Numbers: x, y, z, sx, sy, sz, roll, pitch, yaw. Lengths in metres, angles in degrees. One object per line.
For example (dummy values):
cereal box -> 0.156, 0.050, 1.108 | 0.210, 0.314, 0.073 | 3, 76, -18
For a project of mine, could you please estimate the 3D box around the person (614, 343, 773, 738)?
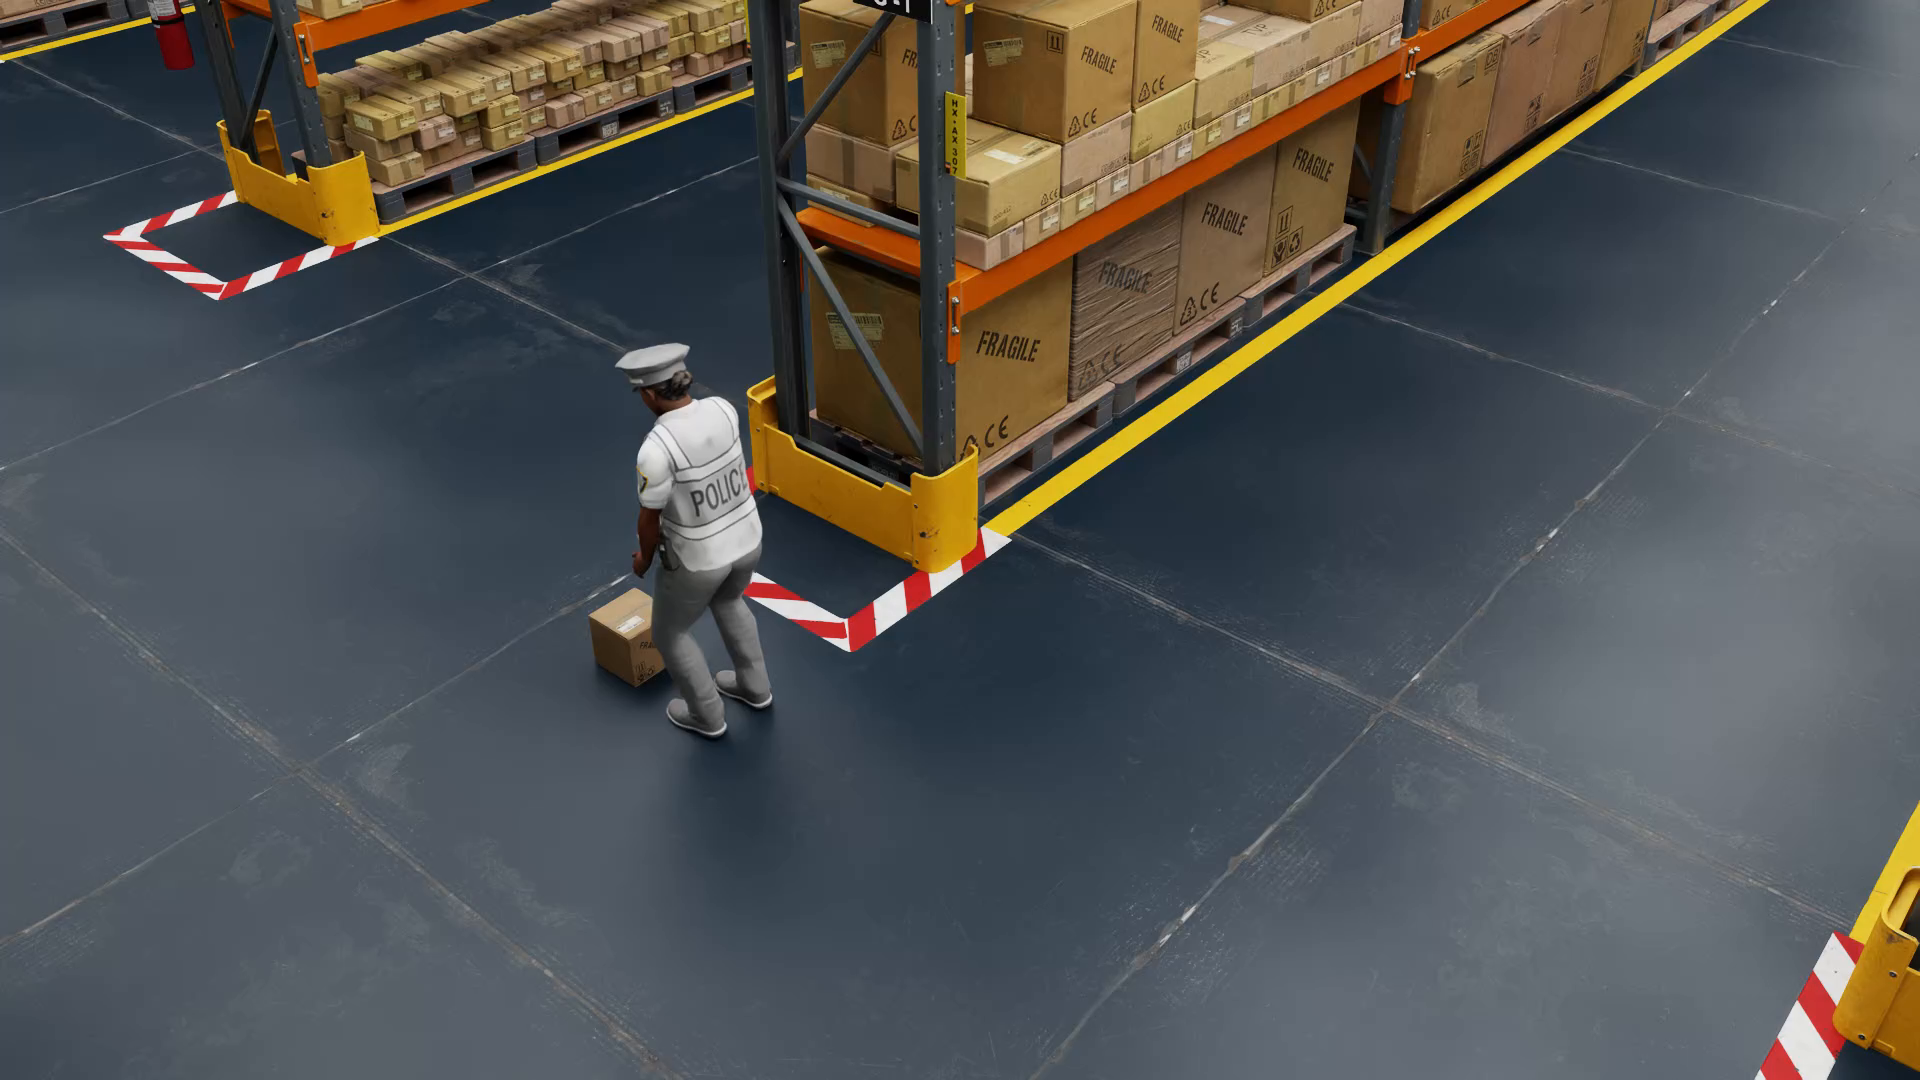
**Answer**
person -> -0.983, 0.029, 6.158 | 0.460, 1.615, 0.461 | 27, 43, 33
